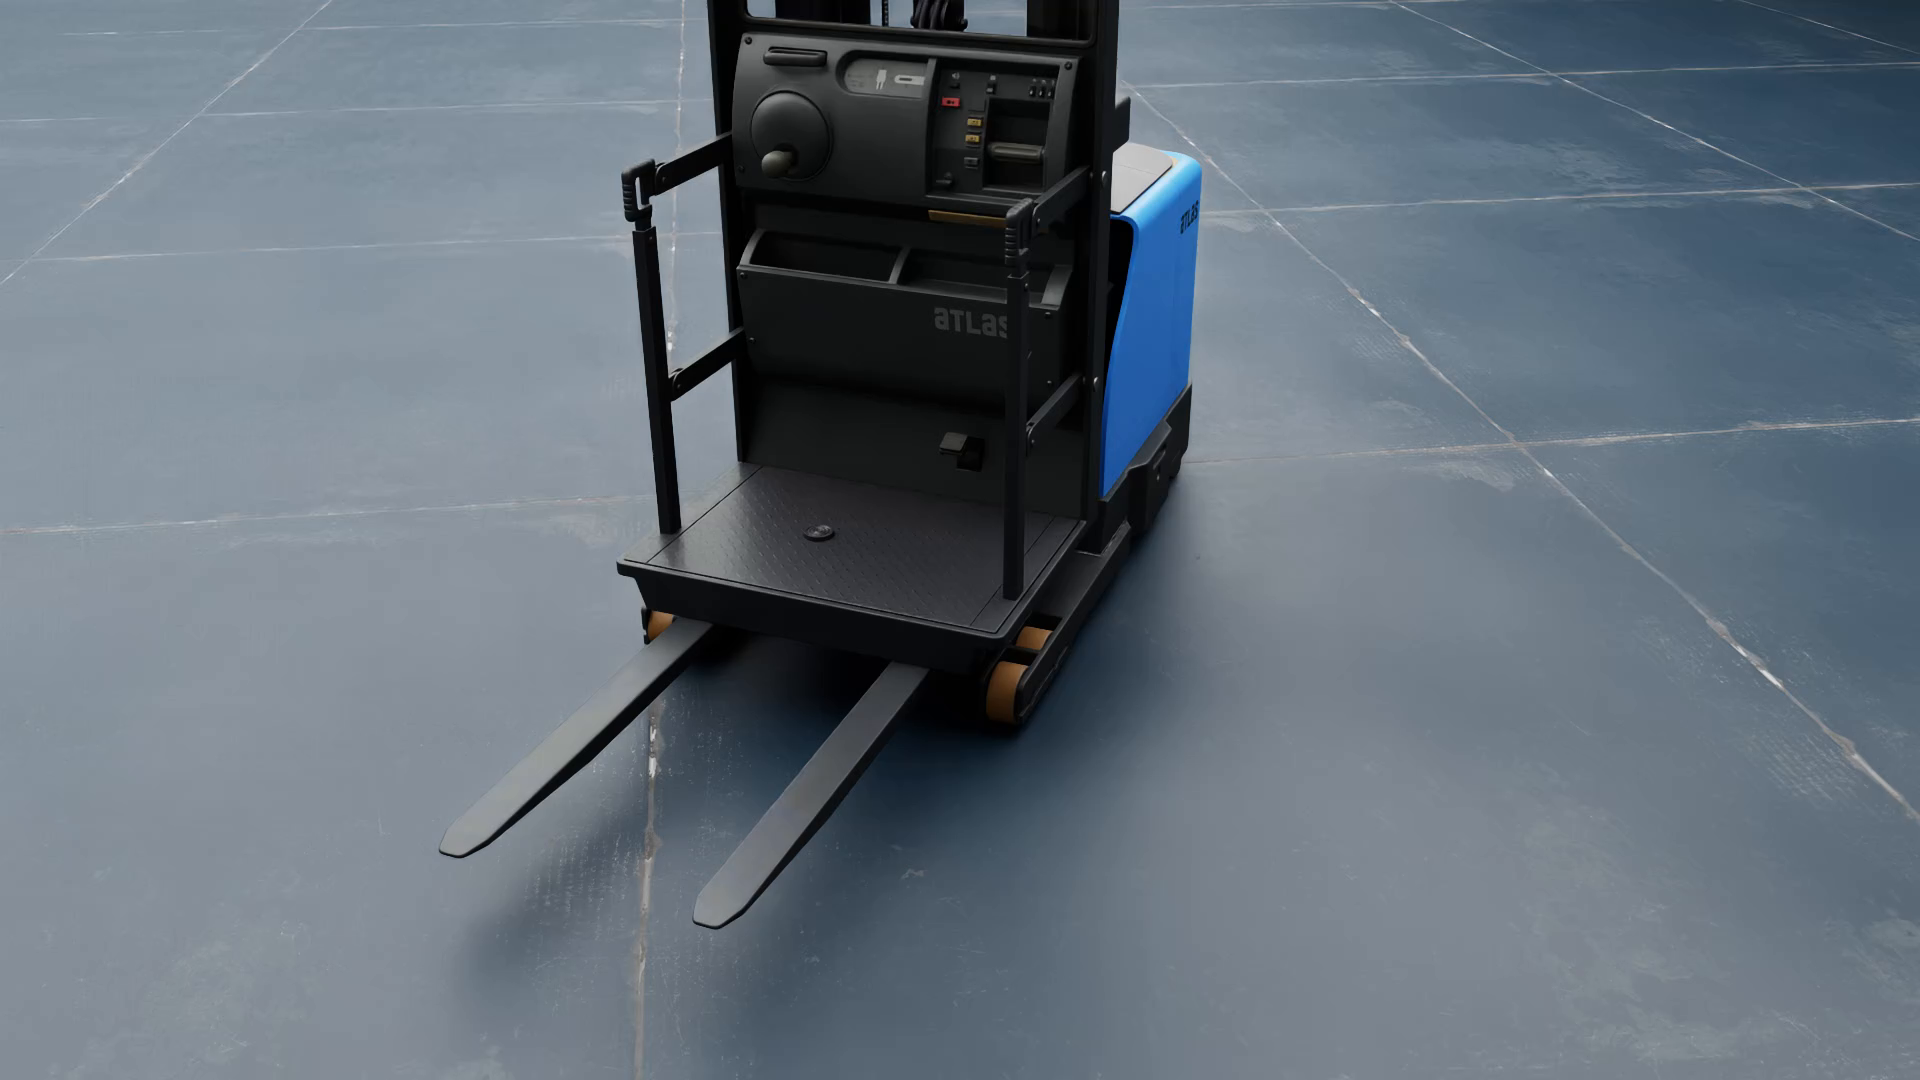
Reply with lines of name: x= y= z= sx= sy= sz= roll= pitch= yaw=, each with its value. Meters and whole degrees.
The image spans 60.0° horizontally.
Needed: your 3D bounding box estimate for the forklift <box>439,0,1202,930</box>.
forklift: x=-0.229 y=-1.040 z=4.066 sx=1.130 sy=2.935 sz=3.031 roll=10 pitch=29 yaw=19
